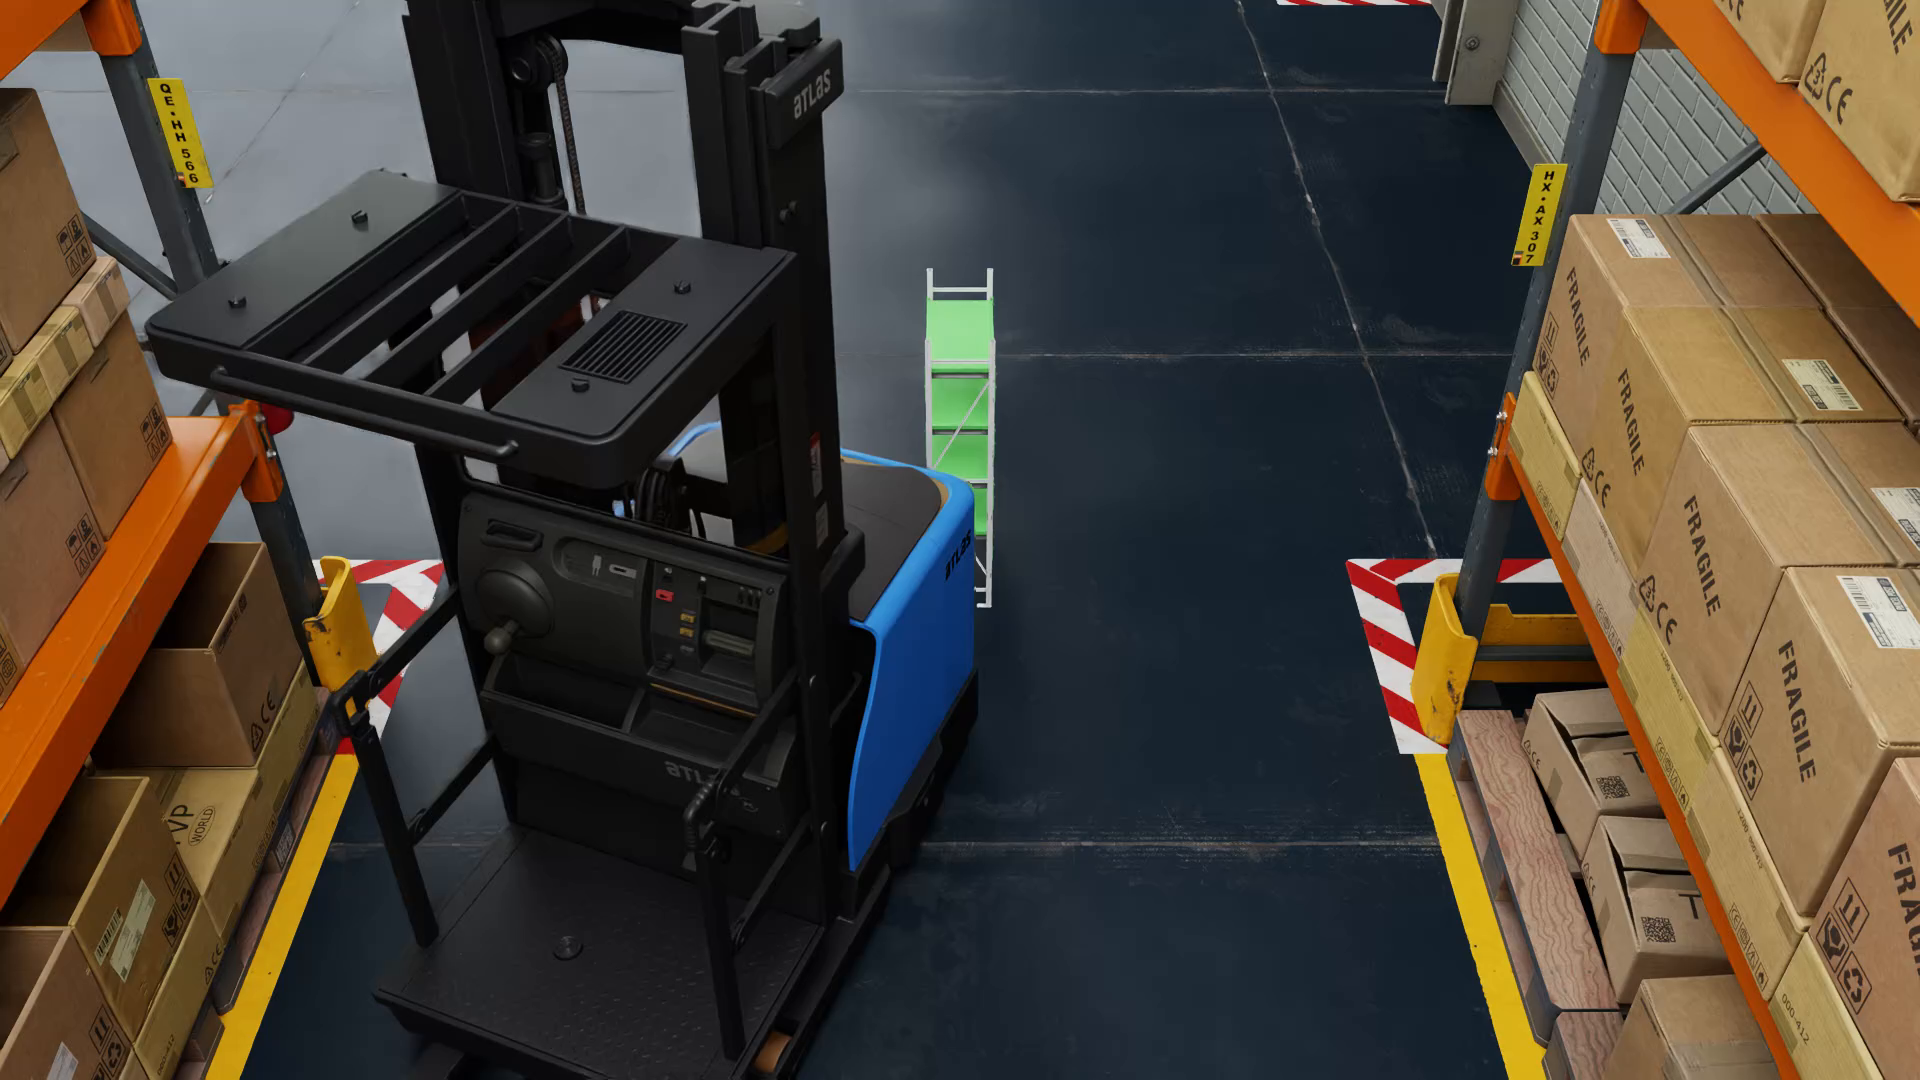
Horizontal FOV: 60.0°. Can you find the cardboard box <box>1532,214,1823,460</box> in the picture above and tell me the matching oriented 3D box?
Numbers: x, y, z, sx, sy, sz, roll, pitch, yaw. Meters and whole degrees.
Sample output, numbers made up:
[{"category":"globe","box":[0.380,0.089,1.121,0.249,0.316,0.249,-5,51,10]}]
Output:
[{"category":"cardboard box","box":[1.929,-0.549,4.540,0.500,0.500,0.500,0,39,0]}]

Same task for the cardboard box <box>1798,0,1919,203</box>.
[{"category":"cardboard box","box":[1.949,-0.953,3.046,0.500,0.500,0.500,2,39,2]}]

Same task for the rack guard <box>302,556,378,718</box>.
[{"category":"rack guard","box":[-2.724,0.361,5.900,1.175,0.500,0.348,0,39,0]}]

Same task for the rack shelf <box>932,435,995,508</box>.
[{"category":"rack shelf","box":[0.000,-0.315,6.286,0.258,0.148,0.480,0,39,0]}]

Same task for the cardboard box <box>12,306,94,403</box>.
[{"category":"cardboard box","box":[-2.532,-0.489,4.363,0.380,0.149,0.250,1,39,1]}]

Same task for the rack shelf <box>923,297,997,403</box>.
[{"category":"rack shelf","box":[0.000,-0.689,5.985,0.258,0.148,0.480,0,39,0]}]

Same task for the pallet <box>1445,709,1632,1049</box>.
[{"category":"pallet","box":[2.195,1.038,5.285,1.003,0.211,1.213,0,39,0]}]

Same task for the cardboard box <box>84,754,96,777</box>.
[{"category":"cardboard box","box":[-2.946,0.645,5.409,0.500,0.250,0.500,0,39,0]}]

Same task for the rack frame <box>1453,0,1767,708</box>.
[{"category":"rack frame","box":[2.229,-0.605,5.107,1.000,3.000,0.127,0,39,0]}]

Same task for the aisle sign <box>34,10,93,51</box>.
[{"category":"aisle sign","box":[-2.431,-1.655,4.338,0.394,0.787,0.004,0,39,0]}]

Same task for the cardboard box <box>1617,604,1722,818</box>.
[{"category":"cardboard box","box":[1.922,0.394,3.964,0.500,0.250,0.500,-1,39,-1]}]

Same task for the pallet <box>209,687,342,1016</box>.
[{"category":"pallet","box":[-2.682,0.967,5.375,1.003,0.211,1.213,0,39,0]}]

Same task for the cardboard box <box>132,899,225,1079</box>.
[{"category":"cardboard box","box":[-2.413,1.270,4.629,0.500,0.250,0.500,0,39,0]}]

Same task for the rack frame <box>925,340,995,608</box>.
[{"category":"rack frame","box":[0.000,-0.212,6.055,0.240,1.200,0.015,0,39,0]}]

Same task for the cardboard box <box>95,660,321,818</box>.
[{"category":"cardboard box","box":[-2.428,0.645,5.410,0.500,0.250,0.500,0,39,0]}]

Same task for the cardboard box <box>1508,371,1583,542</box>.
[{"category":"cardboard box","box":[1.912,-0.249,4.766,0.500,0.250,0.500,-1,39,-1]}]

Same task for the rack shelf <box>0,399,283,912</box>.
[{"category":"rack shelf","box":[-2.722,0.932,3.764,1.077,0.370,4.000,0,39,0]}]

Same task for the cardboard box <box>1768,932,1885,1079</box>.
[{"category":"cardboard box","box":[1.922,1.025,3.177,0.500,0.250,0.500,0,39,0]}]

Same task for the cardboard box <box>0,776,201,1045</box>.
[{"category":"cardboard box","box":[-2.410,0.977,4.395,0.500,0.500,0.500,0,39,0]}]

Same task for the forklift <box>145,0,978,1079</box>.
[{"category":"forklift","box":[-0.962,0.241,4.106,1.130,2.935,3.031,14,41,17]}]

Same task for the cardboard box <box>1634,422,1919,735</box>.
[{"category":"cardboard box","box":[1.914,0.084,3.751,0.500,0.500,0.500,-1,39,-2]}]

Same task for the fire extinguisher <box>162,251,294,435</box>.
[{"category":"fire extinguisher","box":[-2.260,-0.644,5.216,0.296,0.674,0.183,0,39,0]}]

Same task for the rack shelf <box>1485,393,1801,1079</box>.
[{"category":"rack shelf","box":[2.232,0.926,3.771,1.077,0.370,4.000,0,39,0]}]

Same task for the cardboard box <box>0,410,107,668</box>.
[{"category":"cardboard box","box":[-2.731,-0.018,4.294,0.700,0.500,0.500,1,39,1]}]

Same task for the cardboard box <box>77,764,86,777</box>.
[{"category":"cardboard box","box":[-2.944,0.665,4.785,0.500,0.500,0.500,0,39,0]}]

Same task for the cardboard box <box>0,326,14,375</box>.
[{"category":"cardboard box","box":[-2.731,-0.491,3.846,0.700,0.500,0.500,-1,39,-1]}]

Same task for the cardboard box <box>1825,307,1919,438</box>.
[{"category":"cardboard box","box":[2.433,-0.238,4.152,0.500,0.500,0.500,0,39,1]}]

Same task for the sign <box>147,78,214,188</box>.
[{"category":"sign","box":[-2.182,-1.135,4.653,0.100,0.325,0.005,0,39,0]}]

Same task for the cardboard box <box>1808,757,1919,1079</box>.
[{"category":"cardboard box","box":[1.928,0.732,2.943,0.500,0.500,0.500,-1,39,-1]}]

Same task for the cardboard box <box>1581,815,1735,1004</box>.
[{"category":"cardboard box","box":[2.141,1.061,4.825,0.500,0.311,0.500,3,39,4]}]

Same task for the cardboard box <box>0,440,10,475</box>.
[{"category":"cardboard box","box":[-2.533,-0.172,3.967,0.380,0.149,0.250,0,39,1]}]

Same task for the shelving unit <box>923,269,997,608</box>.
[{"category":"shelving unit","box":[0.000,-0.365,6.246,0.258,1.200,0.503,0,39,0]}]
